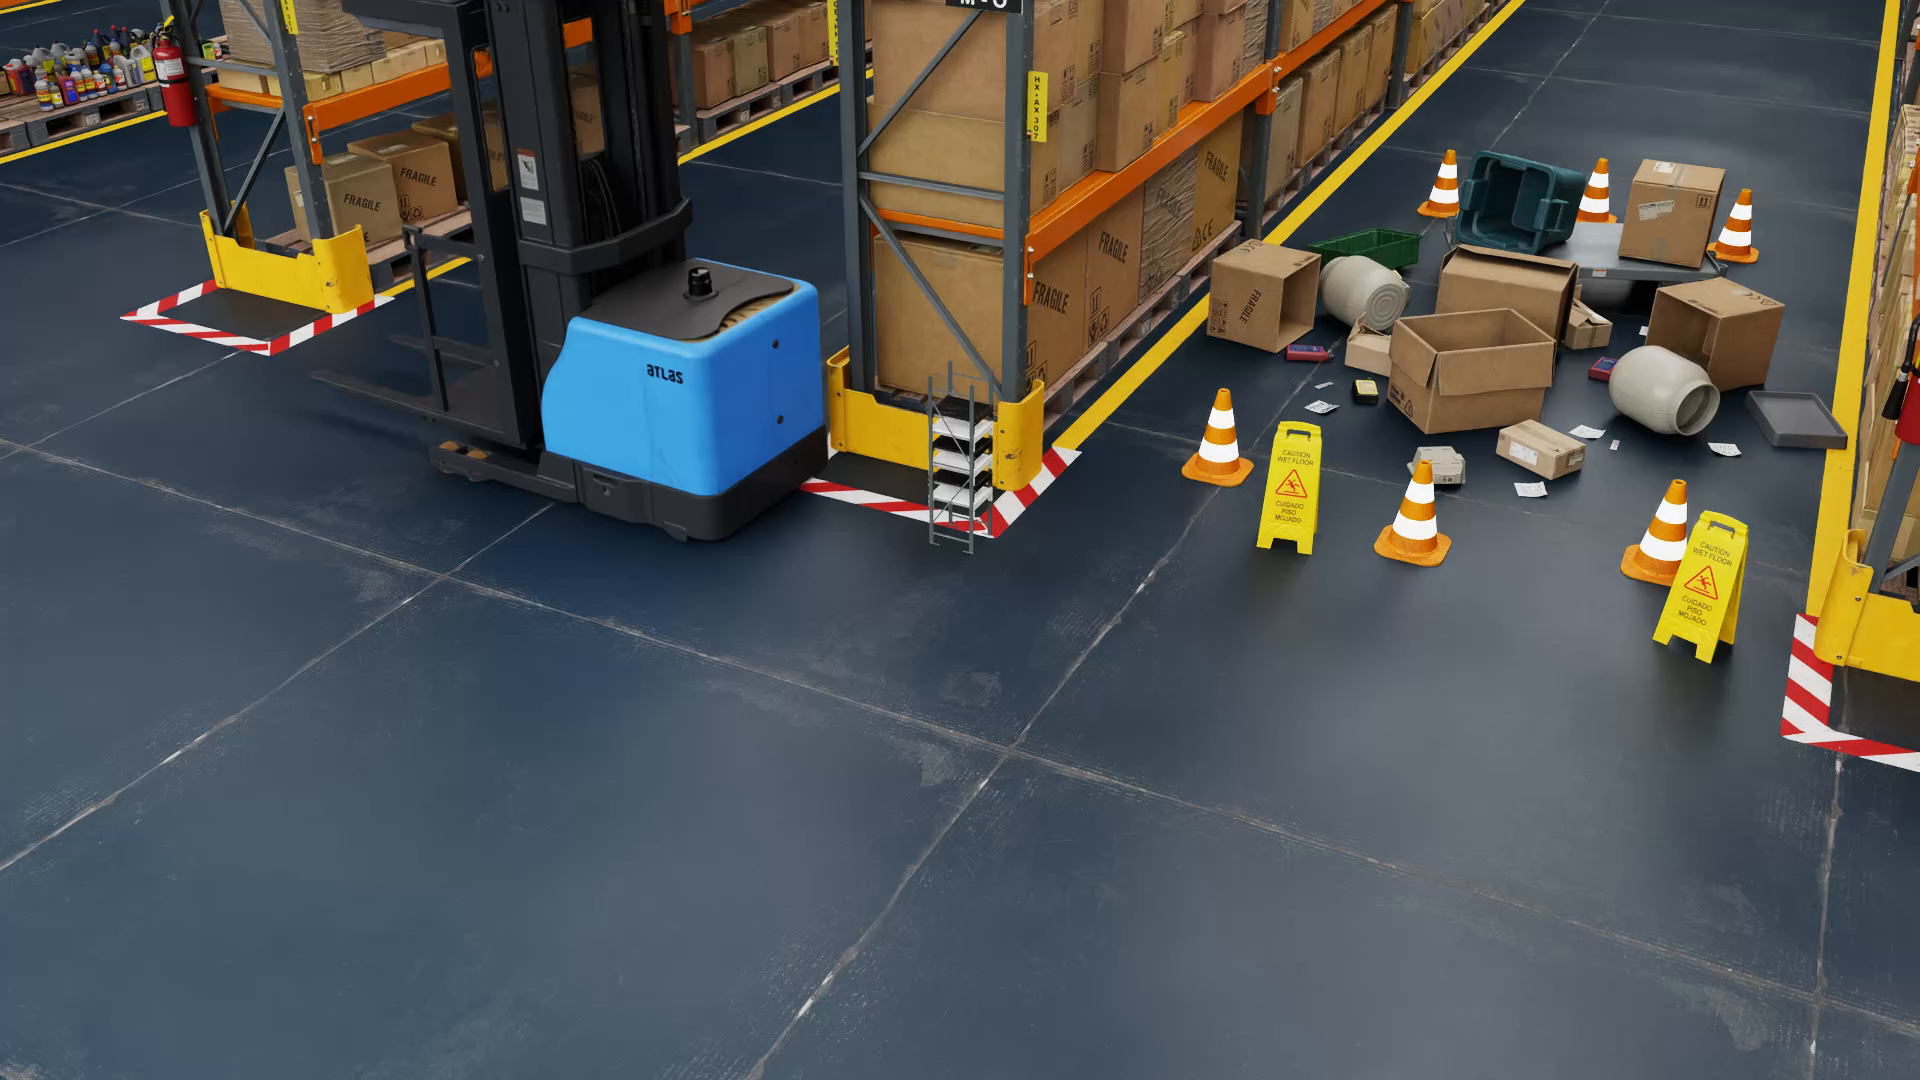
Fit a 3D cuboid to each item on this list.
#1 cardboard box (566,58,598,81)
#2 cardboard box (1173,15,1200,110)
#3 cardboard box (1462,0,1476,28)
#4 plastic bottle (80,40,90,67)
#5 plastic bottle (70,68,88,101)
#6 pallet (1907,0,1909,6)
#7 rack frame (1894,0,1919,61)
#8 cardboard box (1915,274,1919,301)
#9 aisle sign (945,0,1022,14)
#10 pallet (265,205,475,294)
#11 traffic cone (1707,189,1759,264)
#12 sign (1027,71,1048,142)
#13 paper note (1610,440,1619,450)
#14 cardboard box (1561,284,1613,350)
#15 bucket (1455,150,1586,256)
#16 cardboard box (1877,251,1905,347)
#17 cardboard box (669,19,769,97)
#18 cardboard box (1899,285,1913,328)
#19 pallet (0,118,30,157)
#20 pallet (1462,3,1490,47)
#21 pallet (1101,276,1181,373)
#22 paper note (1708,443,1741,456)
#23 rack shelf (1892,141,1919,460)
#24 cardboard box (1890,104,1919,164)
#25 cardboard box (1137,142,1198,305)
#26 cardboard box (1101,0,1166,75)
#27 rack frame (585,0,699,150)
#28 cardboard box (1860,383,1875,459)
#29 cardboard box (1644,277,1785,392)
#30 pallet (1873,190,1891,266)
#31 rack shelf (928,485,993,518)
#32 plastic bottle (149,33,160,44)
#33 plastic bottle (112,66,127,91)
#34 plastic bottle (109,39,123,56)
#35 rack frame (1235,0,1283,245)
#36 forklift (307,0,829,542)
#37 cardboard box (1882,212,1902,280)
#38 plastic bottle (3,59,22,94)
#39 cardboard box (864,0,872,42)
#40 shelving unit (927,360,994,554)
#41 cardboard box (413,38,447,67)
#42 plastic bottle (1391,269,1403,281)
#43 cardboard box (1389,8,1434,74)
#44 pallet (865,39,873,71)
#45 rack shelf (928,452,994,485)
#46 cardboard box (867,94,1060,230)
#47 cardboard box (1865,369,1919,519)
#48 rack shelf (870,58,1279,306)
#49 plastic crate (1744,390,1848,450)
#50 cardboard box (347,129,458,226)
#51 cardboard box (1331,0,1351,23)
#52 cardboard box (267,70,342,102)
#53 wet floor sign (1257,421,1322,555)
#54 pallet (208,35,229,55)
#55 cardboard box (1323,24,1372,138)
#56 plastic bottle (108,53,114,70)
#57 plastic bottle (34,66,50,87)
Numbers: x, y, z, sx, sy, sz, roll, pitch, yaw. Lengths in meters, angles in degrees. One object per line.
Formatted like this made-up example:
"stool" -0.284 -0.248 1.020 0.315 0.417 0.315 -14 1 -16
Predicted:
"cardboard box" -2.892 -3.637 13.660 0.500 0.500 0.500 13 32 22
"cardboard box" 0.957 -2.974 10.267 0.875 0.550 0.550 14 33 23
"cardboard box" 4.993 -5.569 17.024 0.500 0.500 0.500 13 33 22
"plastic bottle" -8.018 -4.432 15.242 0.061 0.283 0.133 16 33 25
"plastic bottle" -7.646 -3.950 14.414 0.097 0.271 0.097 0 30 0
"pallet" 11.320 -6.197 18.830 1.003 0.211 1.213 14 33 23
"rack frame" 9.793 -6.005 15.696 1.000 3.000 0.127 14 33 23
"cardboard box" 4.549 -1.158 7.507 0.380 0.149 0.250 15 33 24
"aisle sign" 0.108 -2.792 7.489 0.394 0.787 0.004 14 33 23
"pallet" -4.060 -2.110 11.713 1.003 0.211 1.213 14 33 23
"traffic cone" 5.467 -2.226 11.662 0.336 0.463 0.334 14 33 23
"sign" 0.365 -2.045 7.850 0.100 0.325 0.005 14 33 23
"paper note" 3.605 -0.524 9.152 0.032 0.001 0.123 14 33 23
"cardboard box" 3.866 -1.399 10.420 0.258 0.266 0.396 -7 31 -11
"bucket" 3.686 -2.193 10.818 0.620 0.611 0.726 -14 31 -42
"cardboard box" 5.406 -1.334 9.146 0.500 0.500 0.500 16 33 25
"cardboard box" -2.141 -4.288 14.774 0.700 0.500 0.500 14 33 23
"cardboard box" 4.805 -1.101 8.091 0.380 0.149 0.250 16 33 25
"pallet" -8.538 -3.251 13.700 1.003 0.211 1.213 14 33 23
"pallet" 4.987 -5.529 17.666 1.003 0.211 1.213 14 33 23
"pallet" 0.725 -1.466 10.590 1.003 0.211 1.213 14 33 23
"paper note" 4.186 -0.503 9.094 0.142 0.019 0.148 4 30 6
"rack shelf" 5.237 -1.260 8.155 1.077 0.370 4.000 14 33 23
"cardboard box" 7.704 -3.027 12.725 0.950 0.372 0.625 12 32 20
"cardboard box" 0.940 -2.134 10.667 0.875 0.875 0.875 15 33 24
"cardboard box" 0.621 -2.935 9.114 0.875 0.550 0.550 14 33 23
"rack frame" -2.674 -4.707 13.435 1.000 3.000 0.127 14 33 23
"cardboard box" 4.931 -0.556 8.545 0.500 0.250 0.500 13 32 22
"cardboard box" 4.449 -1.210 9.852 0.500 0.500 0.500 -12 32 -20
"pallet" 7.056 -2.138 11.761 1.003 0.211 1.213 14 33 23
"rack shelf" 0.004 -0.209 8.138 0.258 0.077 0.200 14 33 23
"plastic bottle" -7.665 -4.721 15.827 0.097 0.201 0.097 0 30 0
"plastic bottle" -7.461 -4.099 14.744 0.097 0.201 0.097 0 30 0
"plastic bottle" -7.779 -4.483 15.342 0.097 0.271 0.097 0 30 0
"rack frame" 1.696 -3.537 11.397 1.000 3.000 0.127 14 33 23
"forklift" -2.232 -1.787 8.419 3.031 2.935 1.130 16 34 26
"cardboard box" 6.385 -1.735 10.476 0.950 0.372 0.625 15 33 24
"plastic bottle" -8.320 -4.086 14.647 0.152 0.276 0.135 15 33 24
"cardboard box" -1.139 -5.286 16.510 0.700 0.500 0.500 13 32 21
"shelving unit" 0.004 -0.394 8.032 0.258 0.900 0.210 14 33 23
"cardboard box" -3.680 -3.336 11.299 0.380 0.149 0.250 14 33 23
"plastic bottle" 2.913 -1.798 11.320 0.133 0.061 0.283 -1 30 -3
"cardboard box" 4.067 -4.664 15.448 0.500 0.500 0.500 13 32 21
"pallet" -1.209 -4.925 16.614 1.003 0.211 1.213 14 33 23
"rack shelf" 0.004 -0.365 8.049 0.258 0.077 0.200 14 33 23
"cardboard box" 0.002 -2.004 8.576 0.875 0.550 0.550 14 33 23
"cardboard box" 4.459 -0.415 7.547 0.500 0.500 0.500 15 33 24
"rack shelf" 0.784 -2.338 10.032 1.077 0.370 4.000 14 33 23
"plastic crate" 4.703 -0.683 9.359 0.402 0.080 0.583 4 30 6
"cardboard box" -3.955 -2.578 11.815 0.500 0.500 0.500 24 38 36
"cardboard box" 2.634 -4.198 12.447 0.500 0.500 0.500 14 33 23
"cardboard box" -4.154 -2.897 10.535 0.380 0.149 0.250 14 33 23
"wet floor sign" 1.623 -0.281 8.091 0.267 0.644 0.232 9 31 15
"pallet" -6.760 -4.978 16.707 1.003 0.211 1.213 14 33 23
"cardboard box" 2.765 -3.879 13.830 1.050 0.750 0.750 15 33 24
"plastic bottle" -7.527 -4.217 14.867 0.061 0.283 0.133 14 33 23
"plastic bottle" -8.137 -4.095 14.738 0.097 0.201 0.097 0 30 0
